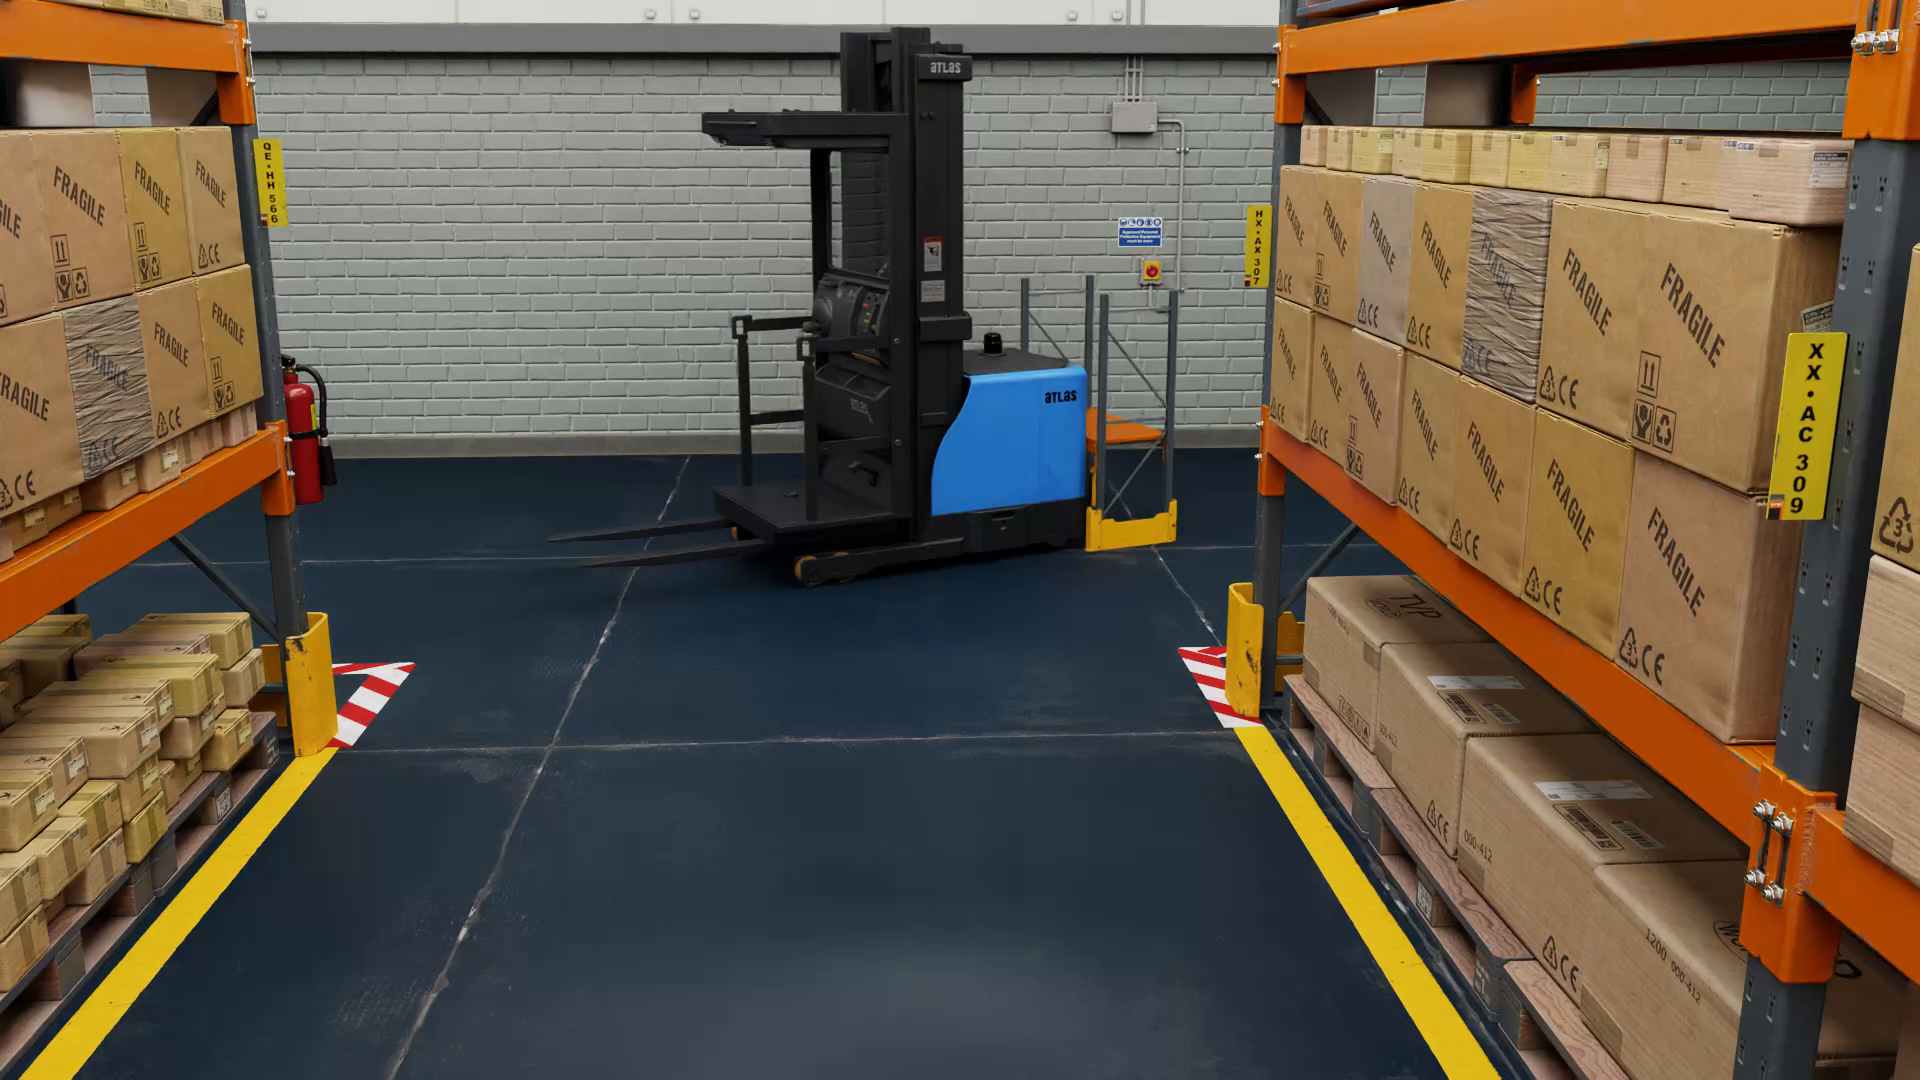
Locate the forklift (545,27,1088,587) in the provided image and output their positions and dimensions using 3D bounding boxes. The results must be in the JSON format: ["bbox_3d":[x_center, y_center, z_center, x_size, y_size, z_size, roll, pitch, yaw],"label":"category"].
[{"bbox_3d":[-0.795,-1.316,9.258,3.031,2.935,1.130,-7,16,-27],"label":"forklift"}]

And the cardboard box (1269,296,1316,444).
[{"bbox_3d":[1.505,-0.664,6.388,0.500,0.500,0.500,-1,14,-4],"label":"cardboard box"}]

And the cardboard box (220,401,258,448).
[{"bbox_3d":[-2.870,-0.440,6.220,0.380,0.149,0.250,-1,14,-3],"label":"cardboard box"}]

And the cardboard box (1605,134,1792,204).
[{"bbox_3d":[1.726,-0.855,3.822,0.380,0.149,0.250,-1,14,-4],"label":"cardboard box"}]

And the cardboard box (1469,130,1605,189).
[{"bbox_3d":[1.627,-1.043,4.552,0.380,0.149,0.250,-1,14,-3],"label":"cardboard box"}]

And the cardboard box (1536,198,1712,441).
[{"bbox_3d":[1.682,-0.517,3.808,0.500,0.500,0.500,-1,14,-4],"label":"cardboard box"}]

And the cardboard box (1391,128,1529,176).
[{"bbox_3d":[1.600,-1.234,5.292,0.380,0.149,0.250,-1,14,-3],"label":"cardboard box"}]

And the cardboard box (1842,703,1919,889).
[{"bbox_3d":[1.774,0.441,2.592,0.500,0.250,0.500,-1,14,-5],"label":"cardboard box"}]

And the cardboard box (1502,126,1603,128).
[{"bbox_3d":[2.124,-1.375,5.840,0.380,0.149,0.250,-1,14,-4],"label":"cardboard box"}]

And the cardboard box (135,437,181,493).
[{"bbox_3d":[-2.822,-0.252,5.490,0.380,0.149,0.250,0,14,-2],"label":"cardboard box"}]

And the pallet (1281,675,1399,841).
[{"bbox_3d":[1.890,0.809,6.461,1.003,0.211,1.213,-1,14,-3],"label":"pallet"}]

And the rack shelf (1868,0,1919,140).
[{"bbox_3d":[2.134,-0.352,0.797,1.077,0.370,4.000,-1,14,-3],"label":"rack shelf"}]

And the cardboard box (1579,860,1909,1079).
[{"bbox_3d":[2.078,1.135,3.895,0.875,0.438,0.875,-1,14,-4],"label":"cardboard box"}]

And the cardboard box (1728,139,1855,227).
[{"bbox_3d":[1.673,-0.663,3.076,0.380,0.149,0.250,-1,14,-5],"label":"cardboard box"}]

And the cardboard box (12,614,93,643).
[{"bbox_3d":[-3.479,0.387,6.188,0.380,0.149,0.250,-2,15,-6],"label":"cardboard box"}]

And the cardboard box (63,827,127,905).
[{"bbox_3d":[-2.780,0.988,5.044,0.380,0.149,0.250,-1,14,-2],"label":"cardboard box"}]

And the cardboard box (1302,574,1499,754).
[{"bbox_3d":[1.903,0.460,6.516,0.875,0.438,0.875,-1,14,-5],"label":"cardboard box"}]

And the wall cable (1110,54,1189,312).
[{"bbox_3d":[1.390,-2.649,12.200,0.585,1.953,0.123,-1,14,-3],"label":"wall cable"}]

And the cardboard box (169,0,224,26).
[{"bbox_3d":[-2.880,-1.909,5.708,0.500,0.250,0.500,-1,14,-5],"label":"cardboard box"}]

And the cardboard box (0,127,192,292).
[{"bbox_3d":[-2.864,-1.079,5.395,0.500,0.500,0.500,-1,14,-5],"label":"cardboard box"}]

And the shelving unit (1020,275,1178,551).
[{"bbox_3d":[0.818,-0.811,10.170,0.587,1.500,1.083,-6,16,-23],"label":"shelving unit"}]

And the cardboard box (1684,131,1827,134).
[{"bbox_3d":[2.120,-0.991,4.349,0.380,0.149,0.250,-1,14,-4],"label":"cardboard box"}]

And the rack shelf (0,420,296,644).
[{"bbox_3d":[-3.048,0.208,4.643,1.077,0.370,4.000,-1,14,-3],"label":"rack shelf"}]

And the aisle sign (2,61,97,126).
[{"bbox_3d":[-3.476,-1.911,6.215,0.394,0.787,0.004,-1,14,-3],"label":"aisle sign"}]

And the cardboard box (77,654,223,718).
[{"bbox_3d":[-2.785,0.505,5.730,0.380,0.149,0.250,-1,14,-5],"label":"cardboard box"}]

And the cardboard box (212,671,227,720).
[{"bbox_3d":[-2.892,0.588,6.003,0.380,0.149,0.250,-1,14,-5],"label":"cardboard box"}]

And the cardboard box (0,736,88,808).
[{"bbox_3d":[-2.855,0.703,4.958,0.380,0.149,0.250,-1,14,-5],"label":"cardboard box"}]

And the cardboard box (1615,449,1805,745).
[{"bbox_3d":[1.726,0.095,3.435,0.500,0.500,0.500,-1,14,-3],"label":"cardboard box"}]

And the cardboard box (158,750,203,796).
[{"bbox_3d":[-2.884,0.796,5.790,0.380,0.149,0.250,-1,14,-4],"label":"cardboard box"}]

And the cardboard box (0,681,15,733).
[{"bbox_3d":[-3.356,0.578,5.443,0.380,0.149,0.250,-2,15,-6],"label":"cardboard box"}]

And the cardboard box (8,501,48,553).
[{"bbox_3d":[-2.845,-0.052,4.714,0.380,0.149,0.250,-1,14,-2],"label":"cardboard box"}]

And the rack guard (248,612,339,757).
[{"bbox_3d":[-3.167,0.591,6.725,1.175,0.500,0.348,-1,14,-3],"label":"rack guard"}]

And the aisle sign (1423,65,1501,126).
[{"bbox_3d":[2.067,-2.021,6.645,0.394,0.787,0.004,-1,14,-3],"label":"aisle sign"}]

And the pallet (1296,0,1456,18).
[{"bbox_3d":[1.819,-1.965,5.802,1.003,0.211,1.213,-1,14,-3],"label":"pallet"}]

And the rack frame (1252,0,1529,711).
[{"bbox_3d":[1.762,-0.740,6.881,1.000,3.000,0.127,-1,14,-3],"label":"rack frame"}]

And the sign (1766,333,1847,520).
[{"bbox_3d":[1.456,-0.193,2.862,0.100,0.325,0.005,-1,14,-3],"label":"sign"}]

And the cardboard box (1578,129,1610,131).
[{"bbox_3d":[2.118,-1.184,5.098,0.380,0.149,0.250,-1,14,-2],"label":"cardboard box"}]

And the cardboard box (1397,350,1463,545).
[{"bbox_3d":[1.626,-0.288,4.924,0.500,0.500,0.500,0,14,-2],"label":"cardboard box"}]

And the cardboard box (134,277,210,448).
[{"bbox_3d":[-2.861,-0.595,5.520,0.500,0.500,0.500,-1,14,-4],"label":"cardboard box"}]

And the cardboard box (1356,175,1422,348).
[{"bbox_3d":[1.586,-0.892,5.267,0.500,0.500,0.500,-1,14,-4],"label":"cardboard box"}]

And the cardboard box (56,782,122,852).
[{"bbox_3d":[-2.778,0.844,5.008,0.380,0.149,0.250,0,14,-1],"label":"cardboard box"}]

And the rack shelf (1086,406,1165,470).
[{"bbox_3d":[0.821,-0.635,10.206,0.538,0.185,1.000,-6,16,-23],"label":"rack shelf"}]
